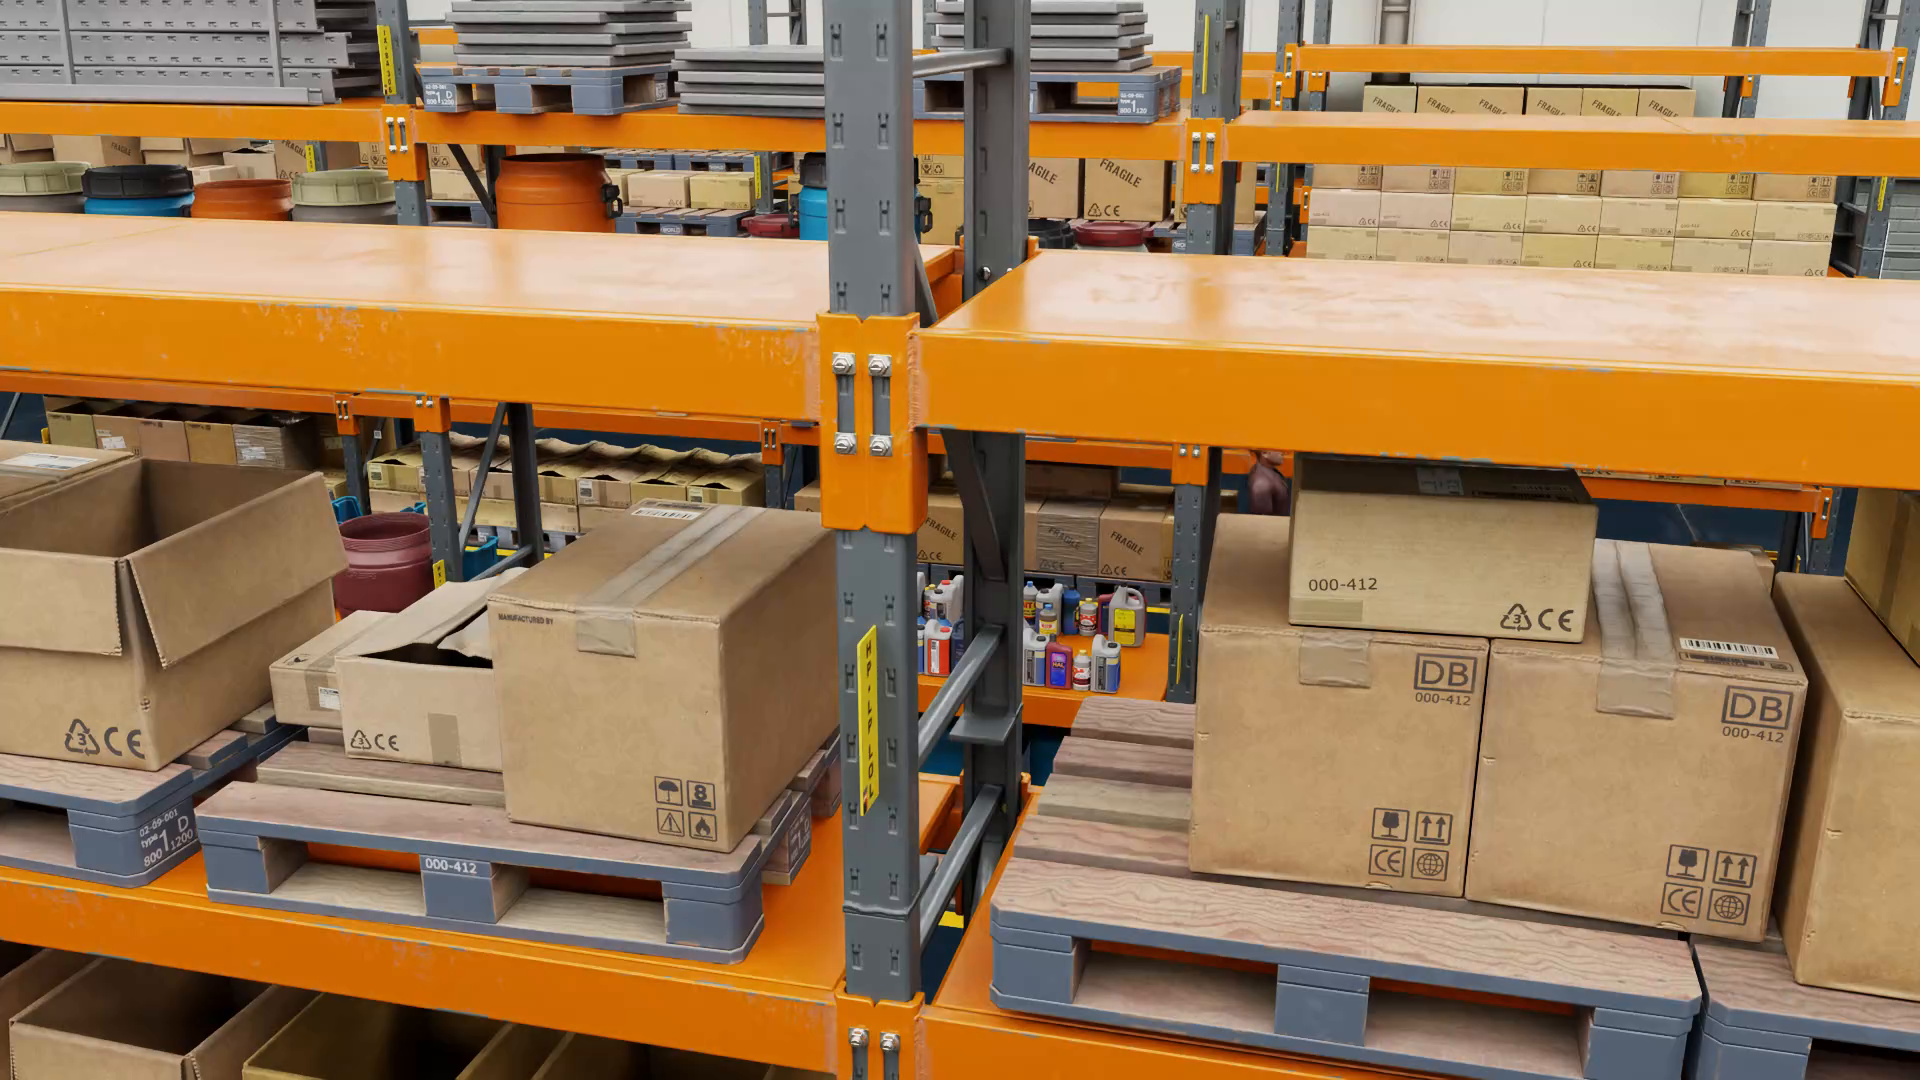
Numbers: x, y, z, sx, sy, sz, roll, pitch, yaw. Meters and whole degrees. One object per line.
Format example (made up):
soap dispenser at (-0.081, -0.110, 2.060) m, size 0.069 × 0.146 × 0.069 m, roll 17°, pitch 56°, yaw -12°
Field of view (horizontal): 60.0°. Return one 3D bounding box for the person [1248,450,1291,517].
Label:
person at (2.192, 0.111, 11.672) m, size 0.476 × 1.798 × 0.616 m, roll 4°, pitch 18°, yaw 12°
